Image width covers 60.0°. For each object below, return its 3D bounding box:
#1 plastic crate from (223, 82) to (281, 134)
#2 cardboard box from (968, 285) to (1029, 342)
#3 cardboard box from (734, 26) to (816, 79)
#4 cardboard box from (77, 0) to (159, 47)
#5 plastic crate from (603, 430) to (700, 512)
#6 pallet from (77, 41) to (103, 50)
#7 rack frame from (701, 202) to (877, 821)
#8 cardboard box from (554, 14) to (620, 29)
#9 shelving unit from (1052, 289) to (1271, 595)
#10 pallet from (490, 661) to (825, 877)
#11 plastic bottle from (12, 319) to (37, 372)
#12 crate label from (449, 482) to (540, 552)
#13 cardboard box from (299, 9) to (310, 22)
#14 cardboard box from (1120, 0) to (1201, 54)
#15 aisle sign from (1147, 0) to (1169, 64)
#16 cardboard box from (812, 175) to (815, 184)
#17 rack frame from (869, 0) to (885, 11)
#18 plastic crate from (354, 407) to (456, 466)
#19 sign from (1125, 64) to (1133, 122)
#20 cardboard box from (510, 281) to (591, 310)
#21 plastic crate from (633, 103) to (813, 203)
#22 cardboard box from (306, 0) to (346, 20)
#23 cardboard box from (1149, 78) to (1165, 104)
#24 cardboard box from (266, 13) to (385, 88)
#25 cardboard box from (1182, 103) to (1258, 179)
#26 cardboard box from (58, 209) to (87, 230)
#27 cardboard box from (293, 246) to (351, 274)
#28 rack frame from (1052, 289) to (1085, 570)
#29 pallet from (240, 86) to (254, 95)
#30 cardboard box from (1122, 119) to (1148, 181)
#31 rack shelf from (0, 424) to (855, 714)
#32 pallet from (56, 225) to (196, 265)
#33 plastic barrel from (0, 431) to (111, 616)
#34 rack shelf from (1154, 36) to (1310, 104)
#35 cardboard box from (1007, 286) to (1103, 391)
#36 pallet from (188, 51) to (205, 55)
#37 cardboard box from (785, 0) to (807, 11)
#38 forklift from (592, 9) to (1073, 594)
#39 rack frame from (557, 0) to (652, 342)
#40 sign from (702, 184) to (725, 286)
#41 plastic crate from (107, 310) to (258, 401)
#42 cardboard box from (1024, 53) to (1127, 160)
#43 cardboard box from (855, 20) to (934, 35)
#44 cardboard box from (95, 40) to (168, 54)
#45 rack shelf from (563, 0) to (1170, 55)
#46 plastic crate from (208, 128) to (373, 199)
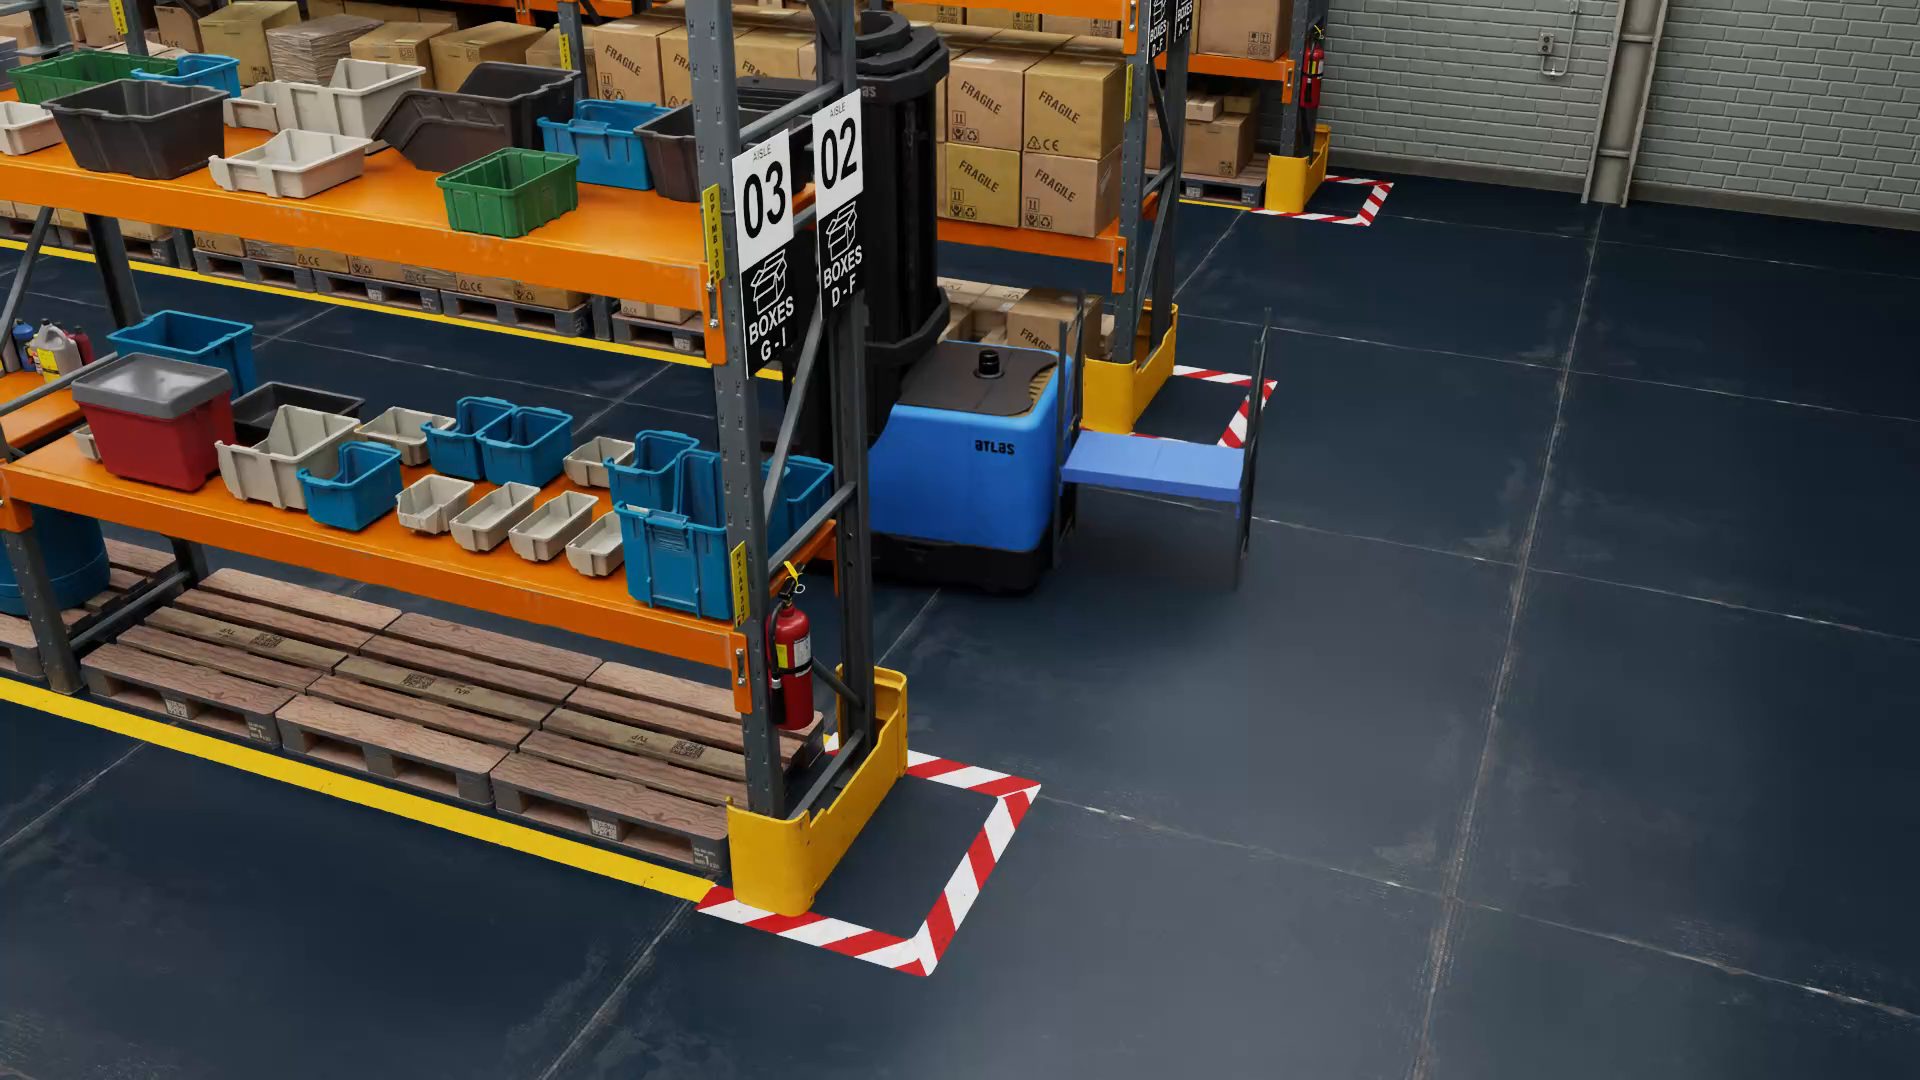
[{"bbox_3d":[-3.016,-1.884,7.255,0.466,0.136,0.293,11,31,19],"label":"plastic crate"},{"bbox_3d":[0.374,-1.590,11.861,0.500,0.250,0.500,11,31,19],"label":"cardboard box"},{"bbox_3d":[-1.187,-3.085,11.043,0.500,0.500,0.500,10,31,18],"label":"cardboard box"},{"bbox_3d":[-9.936,-6.162,19.697,0.500,0.500,0.700,9,31,16],"label":"cardboard box"},{"bbox_3d":[-1.346,-0.286,7.316,0.300,0.233,0.416,11,31,19],"label":"plastic crate"},{"bbox_3d":[-9.796,-5.871,19.923,1.213,0.211,1.003,11,31,19],"label":"pallet"},{"bbox_3d":[-0.631,-0.015,6.728,0.127,3.000,1.000,11,31,19],"label":"rack frame"},{"bbox_3d":[-3.687,-5.063,17.417,0.750,0.750,0.750,11,31,18],"label":"cardboard box"},{"bbox_3d":[1.094,-0.538,9.177,1.048,1.500,0.538,8,30,13],"label":"shelving unit"},{"bbox_3d":[-1.381,1.029,7.715,1.213,0.211,1.003,11,31,19],"label":"pallet"},{"bbox_3d":[-4.845,-1.017,8.632,0.097,0.271,0.097,0,29,0],"label":"plastic bottle"},{"bbox_3d":[-1.985,-0.095,7.077,0.243,0.136,0.396,11,31,19],"label":"crate label"},{"bbox_3d":[-7.338,-5.727,18.927,0.500,0.500,0.700,12,32,21],"label":"cardboard box"},{"bbox_3d":[1.939,-4.882,15.034,0.700,0.700,0.980,11,31,19],"label":"cardboard box"},{"bbox_3d":[1.183,-3.252,9.813,0.004,0.787,0.394,11,31,19],"label":"aisle sign"},{"bbox_3d":[-0.692,-2.557,11.125,0.500,0.500,0.500,11,31,18],"label":"cardboard box"},{"bbox_3d":[-0.613,-5.272,16.029,0.127,3.000,1.000,11,31,19],"label":"rack frame"},{"bbox_3d":[-2.611,-0.481,7.760,0.466,0.136,0.293,11,31,19],"label":"plastic crate"},{"bbox_3d":[1.007,-2.665,9.919,0.005,0.325,0.100,11,31,19],"label":"sign"},{"bbox_3d":[-3.037,-2.077,12.469,0.500,0.500,0.500,11,31,19],"label":"cardboard box"},{"bbox_3d":[-0.883,-1.462,6.373,0.590,0.269,0.497,11,31,19],"label":"plastic crate"},{"bbox_3d":[-6.928,-5.973,18.601,0.500,0.250,0.500,11,31,18],"label":"cardboard box"},{"bbox_3d":[1.897,-4.201,15.588,0.250,0.149,0.380,12,31,20],"label":"cardboard box"},{"bbox_3d":[-4.777,-3.658,12.644,0.500,0.500,0.700,18,34,28],"label":"cardboard box"},{"bbox_3d":[2.407,-3.711,15.380,0.500,0.500,0.700,11,31,19],"label":"cardboard box"},{"bbox_3d":[-7.237,-2.818,14.055,0.500,0.250,0.500,11,31,19],"label":"cardboard box"},{"bbox_3d":[-4.914,-2.452,13.133,0.500,0.500,0.500,11,31,18],"label":"cardboard box"},{"bbox_3d":[0.604,-0.605,9.296,0.032,1.500,0.500,8,30,13],"label":"rack frame"},{"bbox_3d":[-5.524,-3.576,13.223,1.003,0.211,1.213,11,31,19],"label":"pallet"},{"bbox_3d":[0.922,-2.519,11.056,0.500,0.500,0.500,12,32,20],"label":"cardboard box"},{"bbox_3d":[-2.485,-0.072,7.560,4.000,0.370,1.077,11,31,19],"label":"rack shelf"},{"bbox_3d":[-6.927,-2.709,14.328,1.213,0.211,1.003,11,31,19],"label":"pallet"},{"bbox_3d":[-4.836,-0.133,8.642,0.708,0.901,0.600,11,31,19],"label":"plastic barrel"},{"bbox_3d":[1.240,-4.589,15.551,4.000,0.370,1.077,11,31,19],"label":"rack shelf"},{"bbox_3d":[0.638,-1.364,11.209,0.500,0.500,0.500,11,31,19],"label":"cardboard box"},{"bbox_3d":[-8.662,-5.646,19.525,1.213,0.211,1.003,11,31,19],"label":"pallet"},{"bbox_3d":[-1.498,-5.209,16.153,0.250,0.149,0.380,12,32,21],"label":"cardboard box"},{"bbox_3d":[-0.917,-1.374,9.203,3.031,2.935,1.130,8,30,13],"label":"forklift"},{"bbox_3d":[-2.472,-3.013,12.032,0.127,3.000,1.000,11,31,19],"label":"rack frame"},{"bbox_3d":[-0.823,-1.021,5.566,0.005,0.325,0.100,11,31,19],"label":"sign"},{"bbox_3d":[-3.777,-0.843,8.149,0.575,0.384,0.392,11,31,19],"label":"plastic crate"},{"bbox_3d":[0.719,-2.708,10.376,0.500,0.500,0.500,11,31,19],"label":"cardboard box"},{"bbox_3d":[-0.498,-3.235,11.308,0.500,0.500,0.500,11,31,19],"label":"cardboard box"},{"bbox_3d":[-6.934,-3.968,13.812,0.500,0.311,0.500,11,31,19],"label":"cardboard box"},{"bbox_3d":[-0.619,-3.635,10.816,4.000,0.370,1.077,11,31,19],"label":"rack shelf"},{"bbox_3d":[-2.639,-1.475,6.531,0.530,0.136,0.437,11,31,19],"label":"plastic crate"}]
